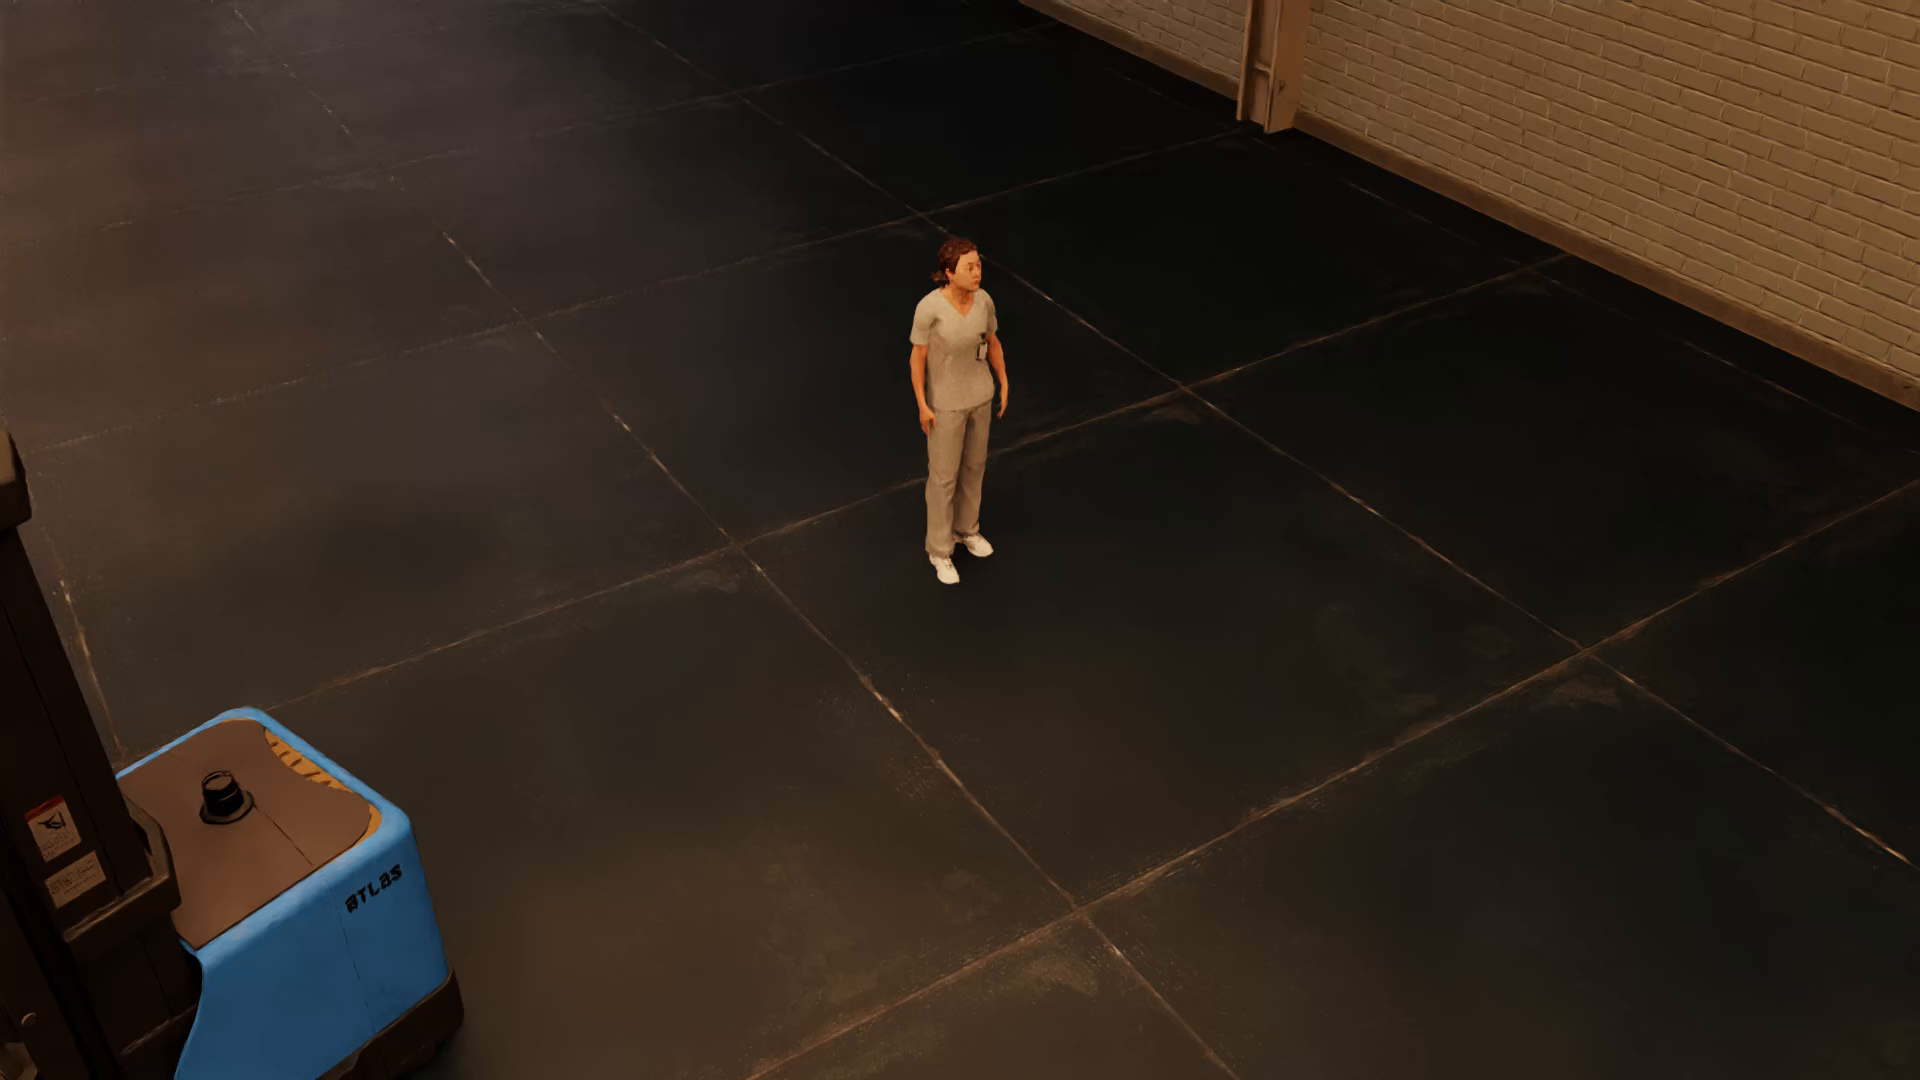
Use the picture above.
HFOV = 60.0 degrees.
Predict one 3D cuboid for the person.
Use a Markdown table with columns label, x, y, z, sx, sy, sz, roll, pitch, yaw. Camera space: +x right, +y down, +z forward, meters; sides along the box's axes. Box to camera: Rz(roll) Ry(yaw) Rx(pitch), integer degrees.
| label | x | y | z | sx | sy | sz | roll | pitch | yaw |
| --- | --- | --- | --- | --- | --- | --- | --- | --- | --- |
| person | 0.029 | -0.651 | 8.155 | 0.550 | 1.674 | 0.548 | -21 | 40 | -27 |

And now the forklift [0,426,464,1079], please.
| label | x | y | z | sx | sy | sz | roll | pitch | yaw |
| --- | --- | --- | --- | --- | --- | --- | --- | --- | --- |
| forklift | -3.122 | 1.094 | 4.590 | 1.130 | 2.935 | 3.031 | 24 | 42 | 30 |
